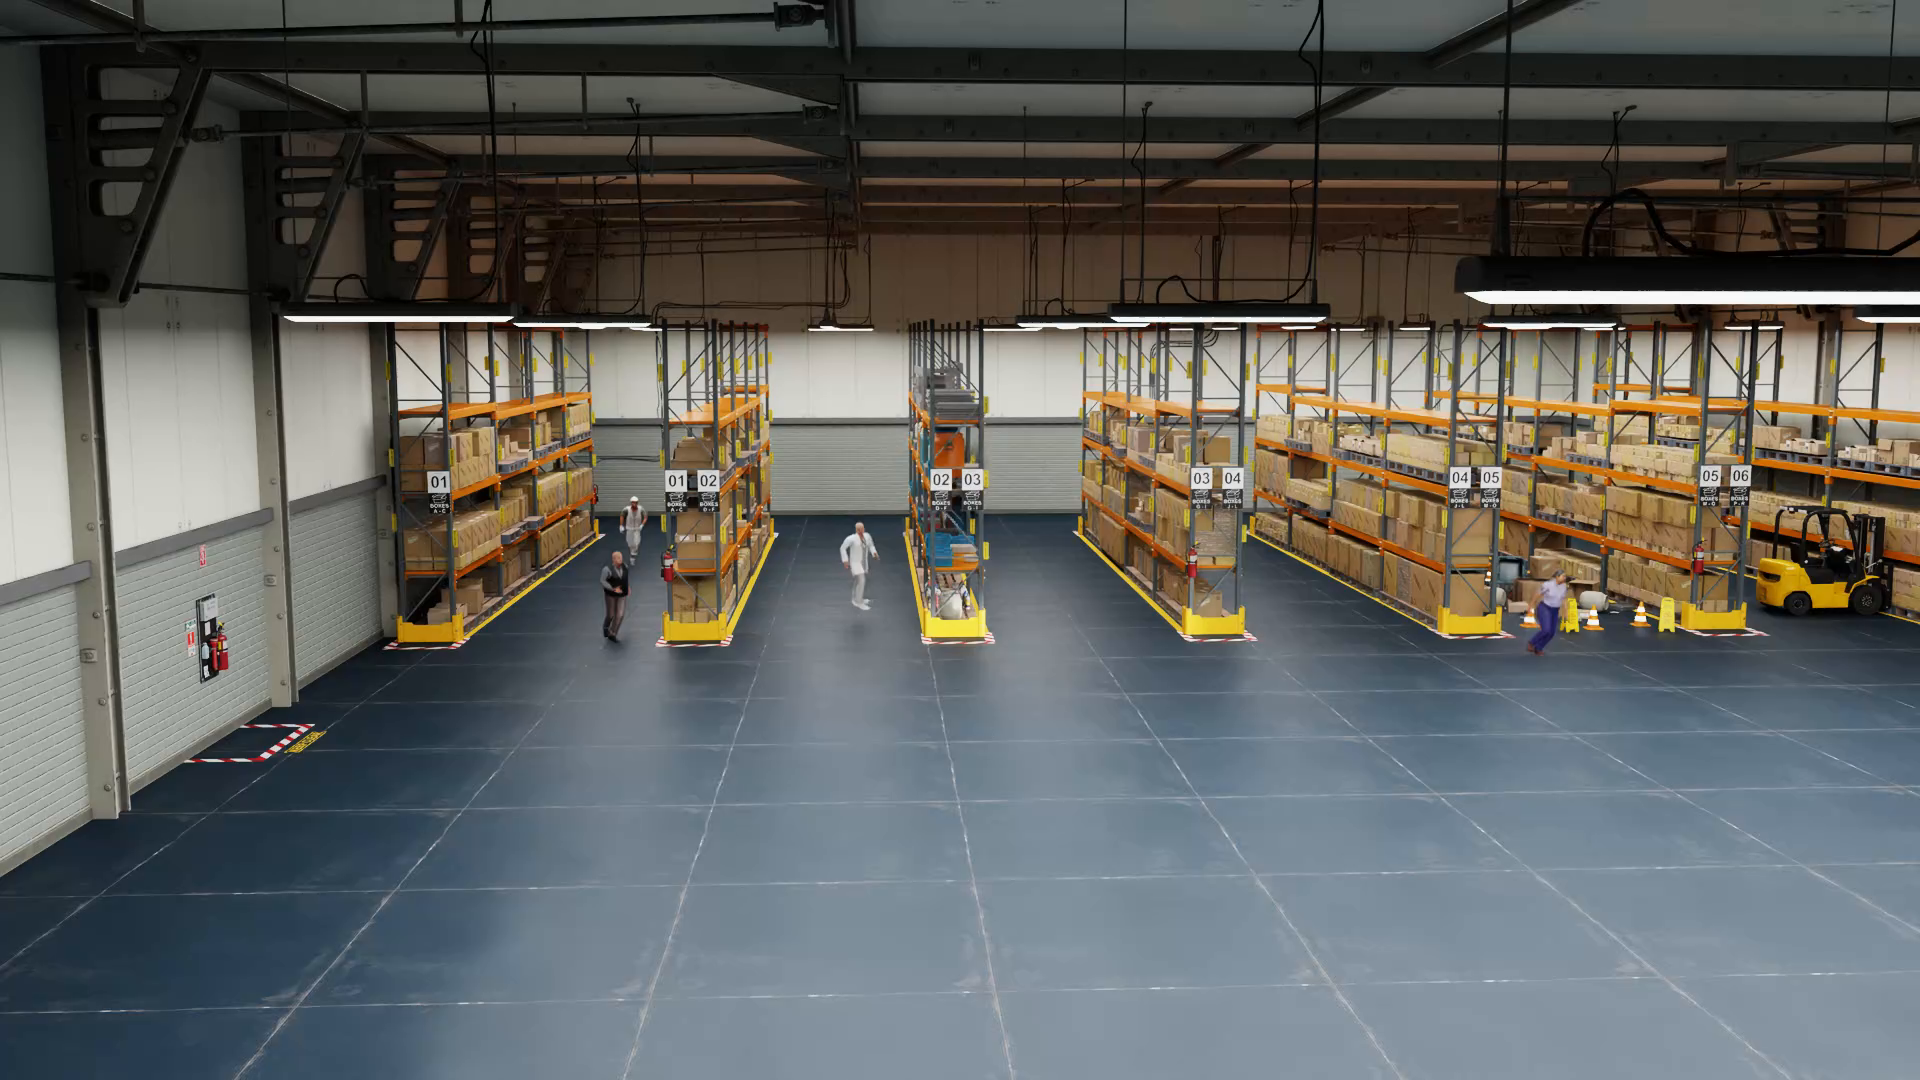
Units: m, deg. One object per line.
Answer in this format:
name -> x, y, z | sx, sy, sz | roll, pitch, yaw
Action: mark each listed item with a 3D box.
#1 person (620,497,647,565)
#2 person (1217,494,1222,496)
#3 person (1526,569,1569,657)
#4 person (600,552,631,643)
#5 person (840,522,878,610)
person -> -8.151, -0.248, 41.529 | 0.667, 1.713, 0.711 | -2, 7, -17
person -> 7.405, -1.112, 48.582 | 0.569, 1.717, 0.686 | -1, 7, -8
person -> 10.460, 1.294, 29.591 | 0.638, 1.604, 0.554 | -3, 8, -26
person -> -6.492, 1.045, 31.213 | 0.649, 1.711, 0.729 | -4, 8, -31
person -> -1.985, 0.511, 33.287 | 0.849, 1.762, 0.702 | 6, 9, 38
